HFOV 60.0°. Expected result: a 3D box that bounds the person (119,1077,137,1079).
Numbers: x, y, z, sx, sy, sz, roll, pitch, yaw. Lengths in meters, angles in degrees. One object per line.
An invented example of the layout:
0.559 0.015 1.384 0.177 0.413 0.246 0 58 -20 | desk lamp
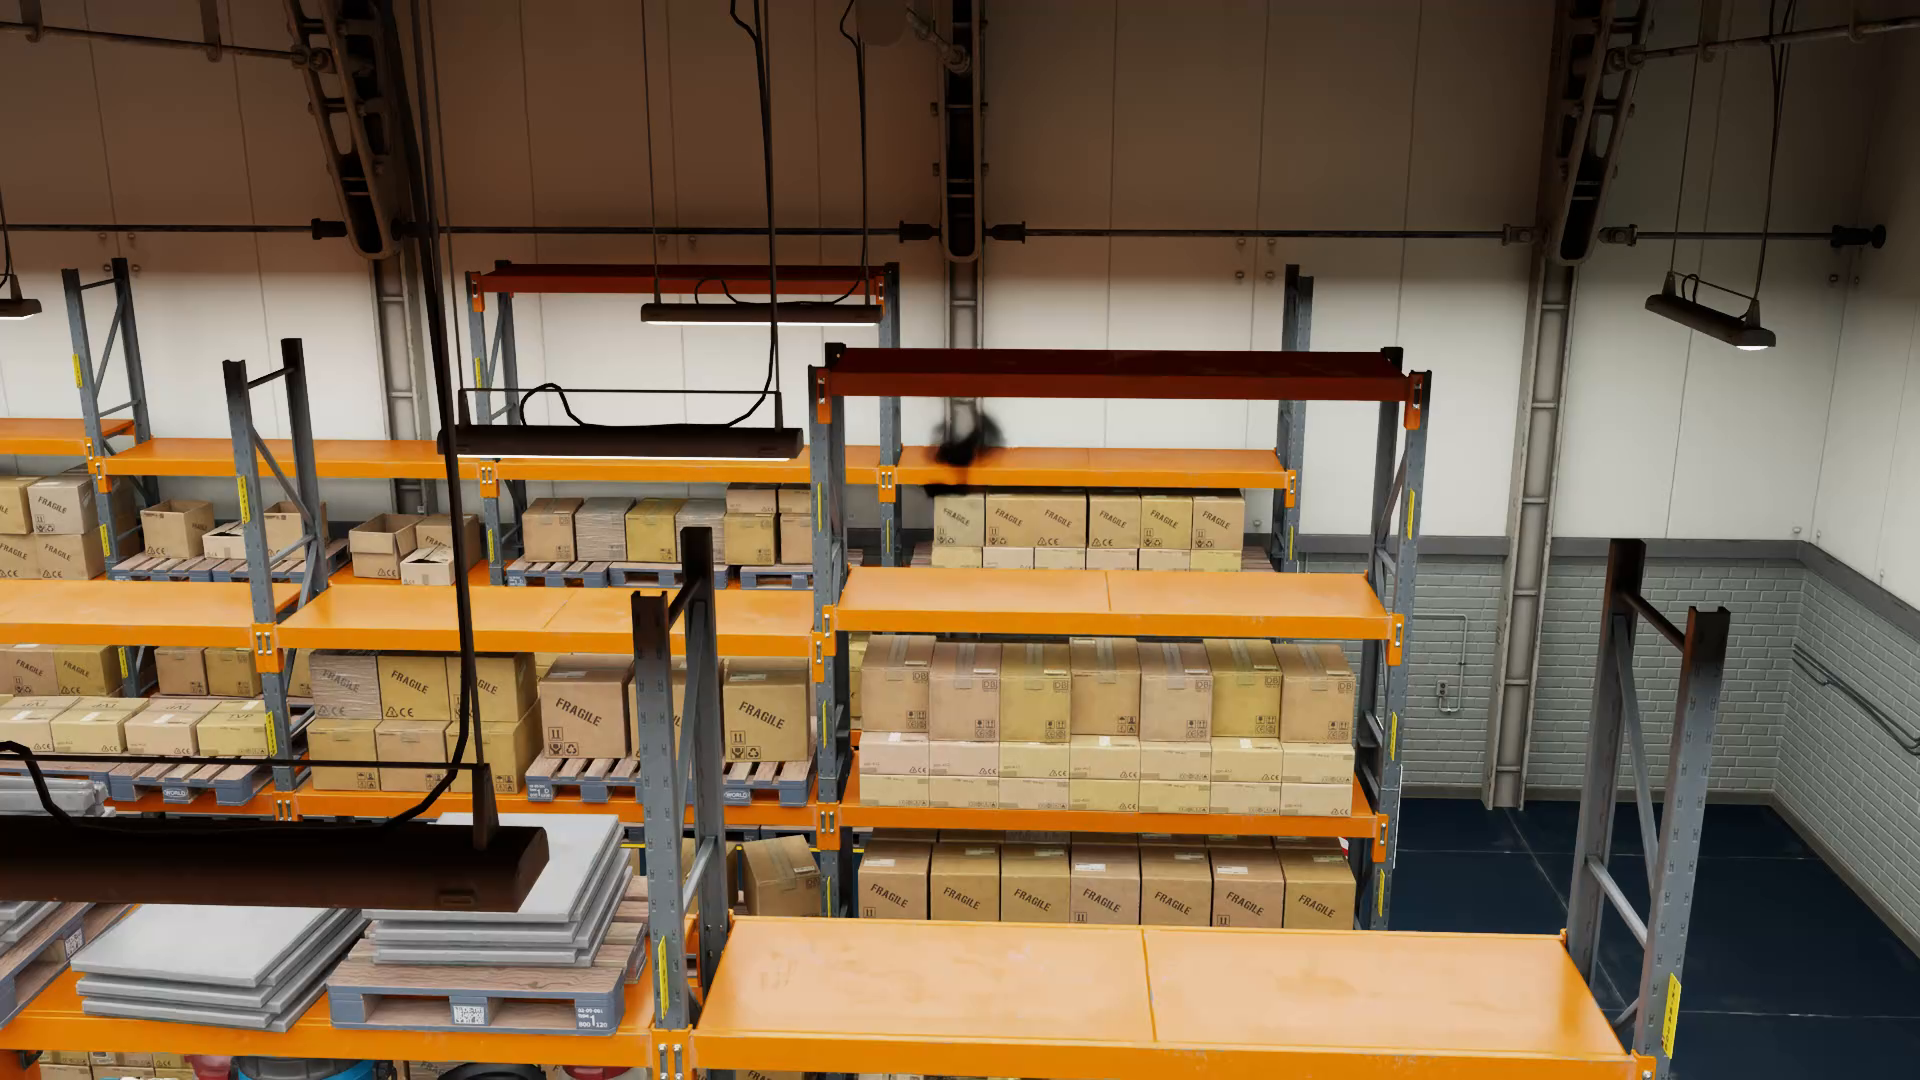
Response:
-5.350 4.263 10.829 0.593 1.739 0.688 0 16 1 | person
